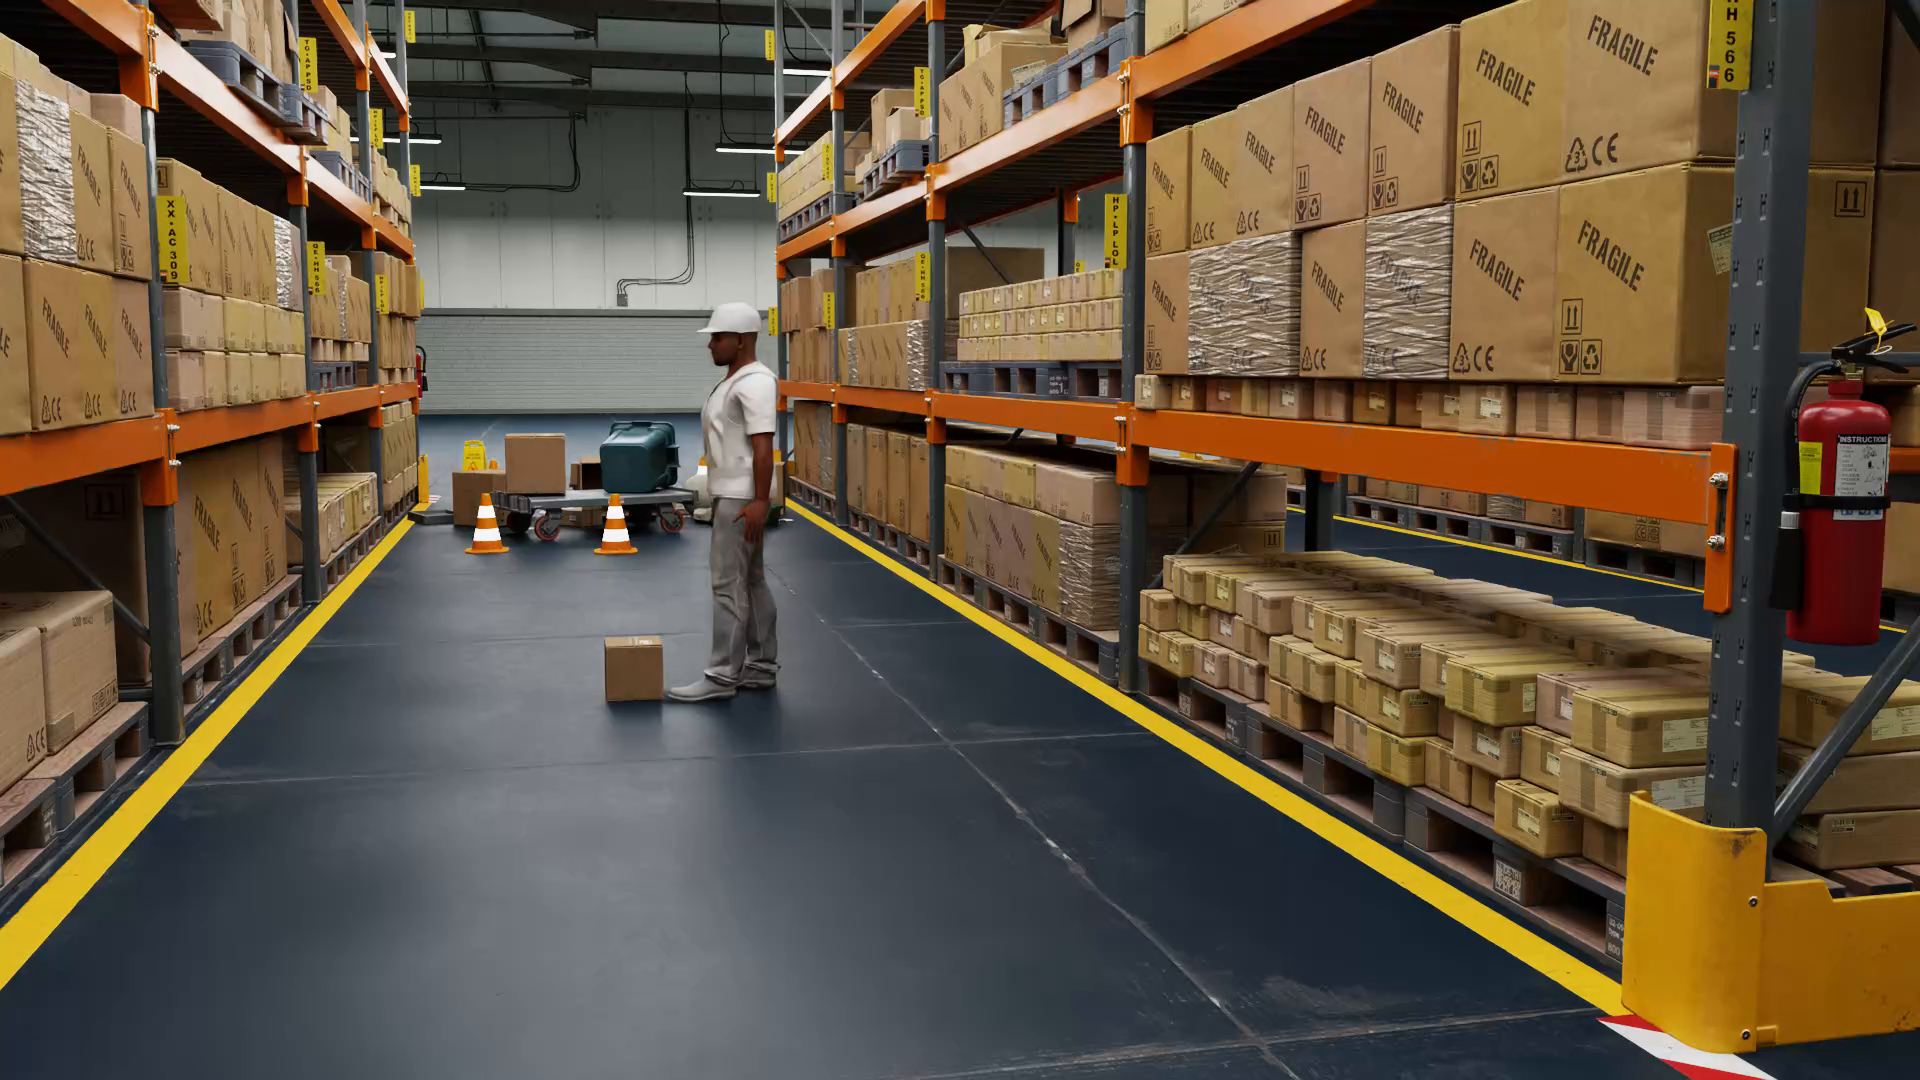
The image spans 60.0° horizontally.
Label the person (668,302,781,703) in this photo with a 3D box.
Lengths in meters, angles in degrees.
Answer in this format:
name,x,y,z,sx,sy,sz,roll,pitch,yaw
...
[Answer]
name,x,y,z,sx,sy,sz,roll,pitch,yaw
person,-1.082,-0.187,7.547,0.537,1.770,0.602,-1,6,-14
